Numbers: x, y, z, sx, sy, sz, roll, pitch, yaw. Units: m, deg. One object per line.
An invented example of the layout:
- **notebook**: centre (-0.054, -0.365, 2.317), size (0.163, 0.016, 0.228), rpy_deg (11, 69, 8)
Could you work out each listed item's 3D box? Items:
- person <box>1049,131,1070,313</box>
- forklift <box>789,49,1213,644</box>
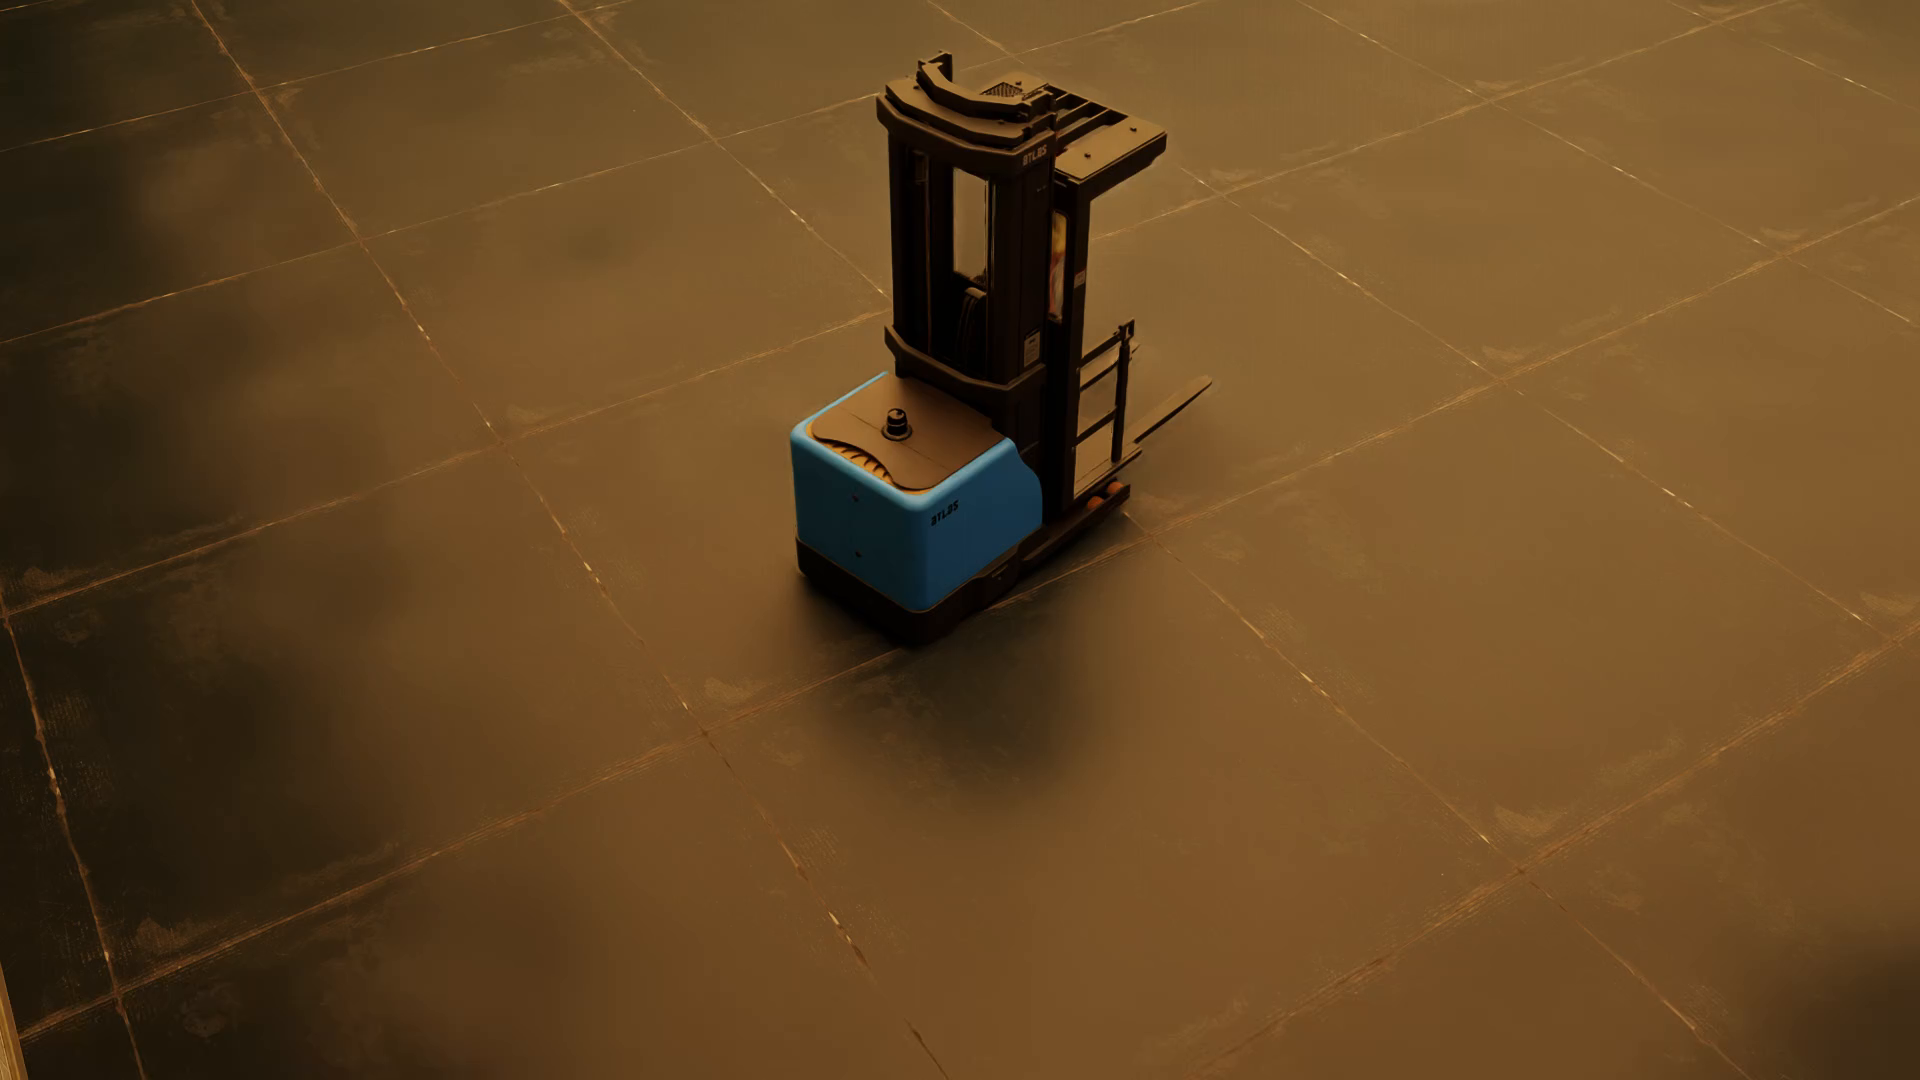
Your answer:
- **person**: centre (0.519, -2.009, 11.159), size (0.503, 1.627, 0.787), rpy_deg (22, 46, 23)
- **forklift**: centre (0.404, -1.408, 9.482), size (1.130, 2.935, 3.031), rpy_deg (31, 50, 30)
